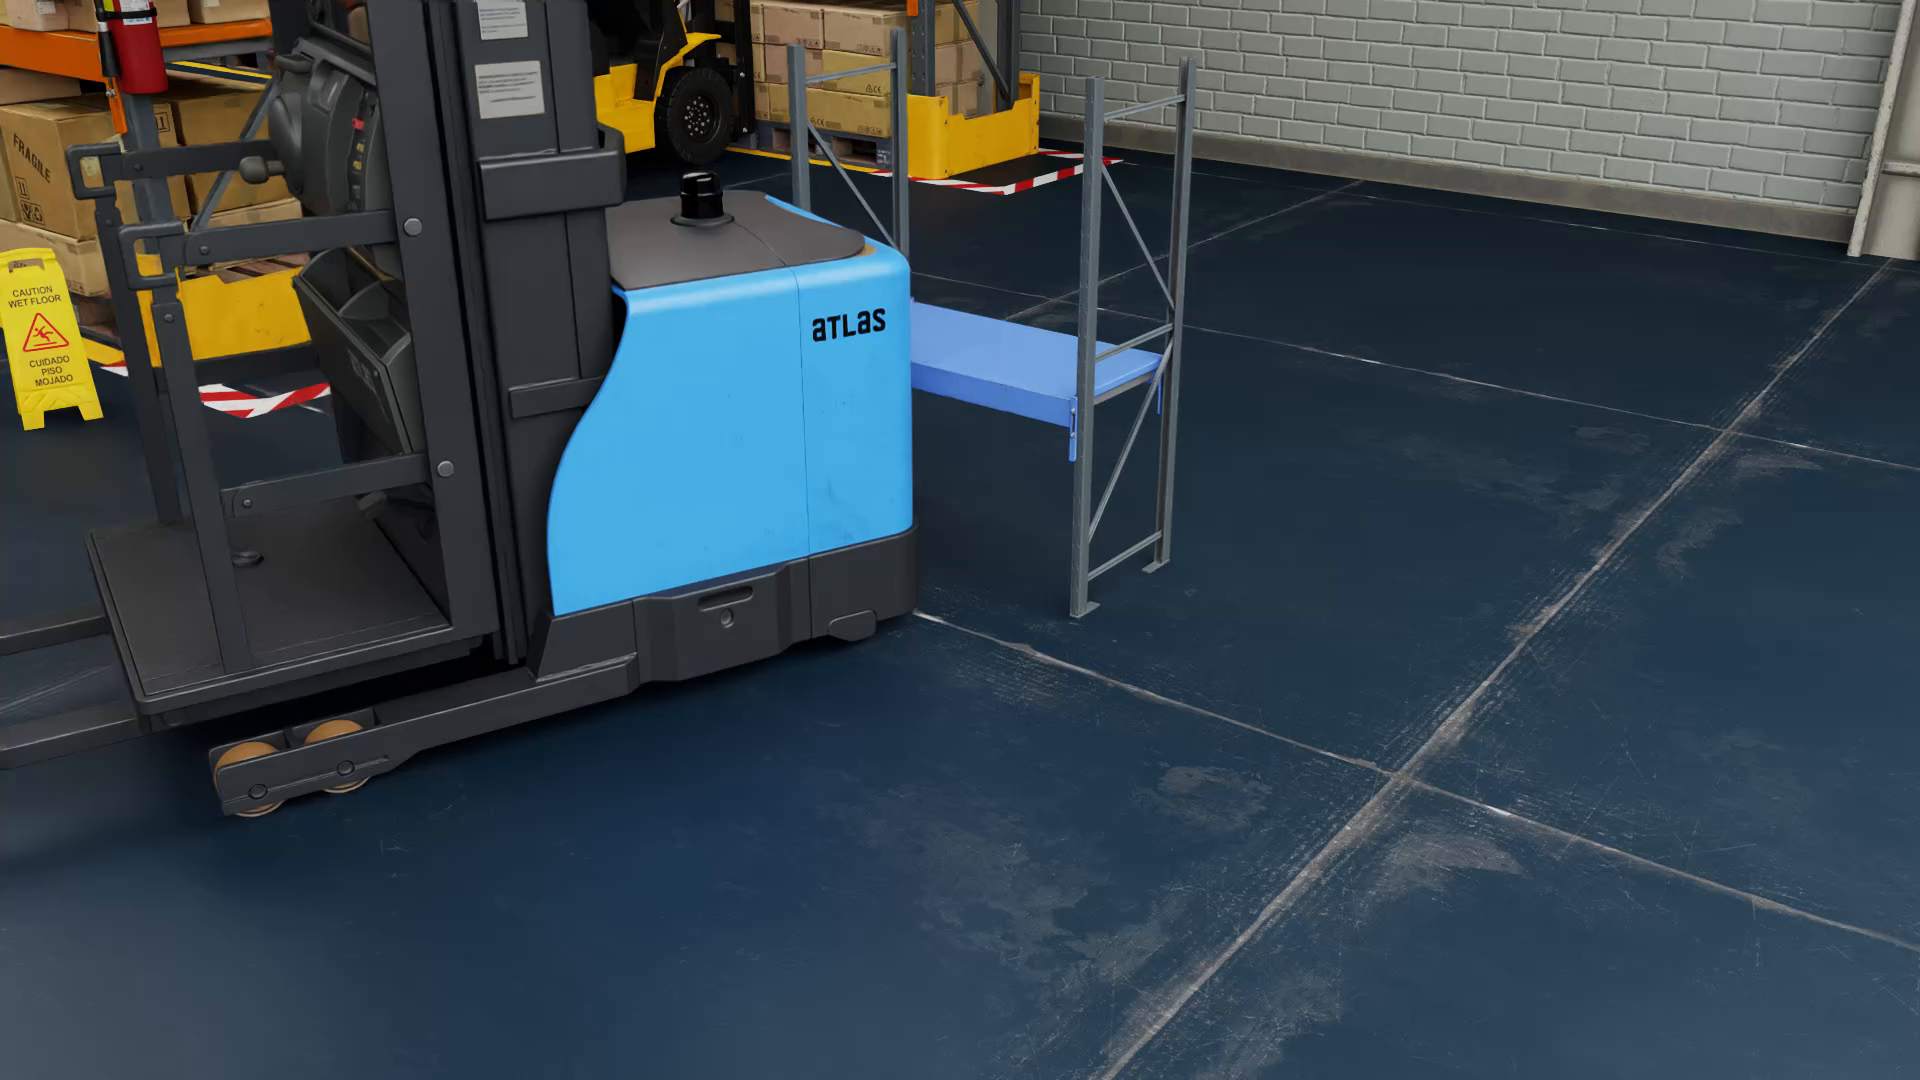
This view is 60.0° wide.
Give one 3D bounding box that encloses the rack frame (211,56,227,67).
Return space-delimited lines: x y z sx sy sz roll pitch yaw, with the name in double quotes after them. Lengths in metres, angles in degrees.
-6.356 -5.772 14.630 0.127 3.000 1.000 17 29 33 "rack frame"

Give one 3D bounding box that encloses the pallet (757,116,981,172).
-0.592 -2.733 11.191 1.213 0.211 1.003 17 29 33 "pallet"

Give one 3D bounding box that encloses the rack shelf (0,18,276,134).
-4.529 -2.390 7.845 4.000 0.370 1.077 17 29 33 "rack shelf"

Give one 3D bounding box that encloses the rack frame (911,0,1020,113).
0.045 -3.838 10.240 0.127 3.000 1.000 17 29 33 "rack frame"

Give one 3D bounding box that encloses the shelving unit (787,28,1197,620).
0.075 -0.668 4.905 1.048 1.500 0.538 17 29 34 "shelving unit"

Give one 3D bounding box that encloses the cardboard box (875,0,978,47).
-0.226 -3.406 10.910 0.500 0.250 0.500 16 29 33 "cardboard box"

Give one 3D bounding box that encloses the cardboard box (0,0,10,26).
-3.818 -2.236 6.916 0.250 0.149 0.380 16 29 32 "cardboard box"

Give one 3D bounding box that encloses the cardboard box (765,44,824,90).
-0.926 -3.142 10.930 0.500 0.250 0.500 16 29 33 "cardboard box"

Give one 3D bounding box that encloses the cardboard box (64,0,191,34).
-3.356 -2.142 6.702 0.250 0.149 0.380 18 29 35 "cardboard box"

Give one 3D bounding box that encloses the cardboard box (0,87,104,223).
-4.146 -1.747 7.454 0.500 0.500 0.500 18 30 35 "cardboard box"

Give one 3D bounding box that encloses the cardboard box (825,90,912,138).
-0.520 -2.783 10.736 0.500 0.250 0.500 17 29 34 "cardboard box"

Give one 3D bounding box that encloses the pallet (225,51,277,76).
-5.721 -4.284 14.712 1.213 0.211 1.003 17 29 33 "pallet"

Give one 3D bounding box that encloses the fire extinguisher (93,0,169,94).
-3.113 -2.023 6.218 0.183 0.674 0.296 17 29 33 "fire extinguisher"

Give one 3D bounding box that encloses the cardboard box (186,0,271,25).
-3.076 -2.269 6.991 0.250 0.149 0.380 17 29 33 "cardboard box"

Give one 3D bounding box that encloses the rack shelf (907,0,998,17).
-1.555 -3.992 11.482 4.000 0.370 1.077 17 29 33 "rack shelf"

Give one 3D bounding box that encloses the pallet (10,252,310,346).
-3.618 -1.185 7.678 1.213 0.211 1.003 17 29 33 "pallet"

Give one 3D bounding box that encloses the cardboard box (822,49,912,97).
-0.532 -3.017 10.647 0.500 0.250 0.500 16 29 33 "cardboard box"

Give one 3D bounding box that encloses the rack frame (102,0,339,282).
-2.929 -2.235 6.603 0.127 3.000 1.000 17 29 33 "rack frame"

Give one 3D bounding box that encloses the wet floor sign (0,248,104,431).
-3.418 -0.767 6.190 0.267 0.644 0.232 -15 28 -30 "wet floor sign"

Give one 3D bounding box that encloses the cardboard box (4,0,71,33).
-3.625 -2.167 6.760 0.250 0.149 0.380 16 29 33 "cardboard box"

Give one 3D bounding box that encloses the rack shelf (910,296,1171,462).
0.075 -0.503 4.978 1.000 0.185 0.538 17 29 34 "rack shelf"

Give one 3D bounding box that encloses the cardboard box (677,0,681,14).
-1.733 -3.605 11.361 0.500 0.250 0.500 16 28 32 "cardboard box"

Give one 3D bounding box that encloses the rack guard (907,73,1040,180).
0.065 -2.688 10.730 0.348 0.500 1.175 17 29 33 "rack guard"

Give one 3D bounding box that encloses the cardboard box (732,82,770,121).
-1.307 -3.030 11.297 0.500 0.250 0.500 17 29 34 "cardboard box"

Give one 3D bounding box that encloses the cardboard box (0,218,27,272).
-4.147 -1.406 7.609 0.500 0.250 0.500 17 29 33 "cardboard box"

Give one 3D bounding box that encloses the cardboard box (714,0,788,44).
-1.332 -3.480 11.078 0.500 0.250 0.500 17 29 34 "cardboard box"

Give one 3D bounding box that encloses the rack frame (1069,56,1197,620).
0.477 -0.542 4.621 0.032 1.500 0.500 17 29 34 "rack frame"

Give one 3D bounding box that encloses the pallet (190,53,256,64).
-6.931 -4.689 15.630 1.213 0.211 1.003 17 29 33 "pallet"

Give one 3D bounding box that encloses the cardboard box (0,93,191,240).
-3.726 -1.622 7.170 0.500 0.500 0.500 17 29 34 "cardboard box"

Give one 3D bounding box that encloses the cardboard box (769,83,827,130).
-0.912 -2.906 11.016 0.500 0.250 0.500 17 29 33 "cardboard box"

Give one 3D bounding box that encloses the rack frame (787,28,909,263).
-0.327 -0.793 5.190 0.032 1.500 0.500 17 29 34 "rack frame"

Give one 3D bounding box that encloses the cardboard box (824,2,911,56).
-0.510 -3.240 10.532 0.500 0.250 0.500 18 29 35 "cardboard box"

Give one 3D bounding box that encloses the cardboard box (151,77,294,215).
-3.428 -1.802 7.579 0.500 0.500 0.500 16 28 32 "cardboard box"

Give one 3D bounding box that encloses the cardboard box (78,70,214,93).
-3.849 -1.927 7.863 0.500 0.500 0.500 16 28 31 "cardboard box"

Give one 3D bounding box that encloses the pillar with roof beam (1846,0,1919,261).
2.248 -4.202 3.627 0.400 9.000 9.100 17 29 33 "pillar with roof beam"

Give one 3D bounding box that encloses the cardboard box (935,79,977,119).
-0.230 -2.953 11.122 0.500 0.250 0.500 17 29 34 "cardboard box"

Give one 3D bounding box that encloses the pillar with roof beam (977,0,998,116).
-2.553 -5.653 6.920 0.400 9.000 9.100 17 29 33 "pillar with roof beam"

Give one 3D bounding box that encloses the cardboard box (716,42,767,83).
-1.352 -3.260 11.198 0.500 0.250 0.500 16 28 32 "cardboard box"

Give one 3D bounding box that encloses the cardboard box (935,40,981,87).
-0.206 -3.181 11.019 0.500 0.250 0.500 17 29 34 "cardboard box"

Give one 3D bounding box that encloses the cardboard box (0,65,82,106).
-4.060 -1.986 7.192 0.250 0.149 0.380 18 29 35 "cardboard box"

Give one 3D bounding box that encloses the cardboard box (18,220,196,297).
-3.756 -1.284 7.332 0.500 0.250 0.500 17 29 33 "cardboard box"

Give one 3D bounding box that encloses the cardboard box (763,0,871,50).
-0.922 -3.361 10.808 0.500 0.250 0.500 17 29 34 "cardboard box"

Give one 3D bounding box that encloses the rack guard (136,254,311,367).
-2.989 -1.110 7.148 0.348 0.500 1.175 17 29 33 "rack guard"

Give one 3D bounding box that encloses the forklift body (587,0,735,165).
-2.566 -3.319 10.116 1.214 2.155 2.313 17 29 33 "forklift body"

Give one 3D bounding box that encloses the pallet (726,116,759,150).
-1.564 -3.028 11.861 1.213 0.211 1.003 17 29 33 "pallet"

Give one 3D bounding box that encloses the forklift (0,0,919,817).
-1.641 -0.950 3.772 3.031 2.935 1.130 -14 27 -29 "forklift"

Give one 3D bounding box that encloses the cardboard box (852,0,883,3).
-0.628 -3.526 11.182 0.500 0.250 0.500 17 29 33 "cardboard box"

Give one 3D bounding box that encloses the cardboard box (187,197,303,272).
-3.408 -1.453 7.718 0.500 0.250 0.500 17 29 33 "cardboard box"
